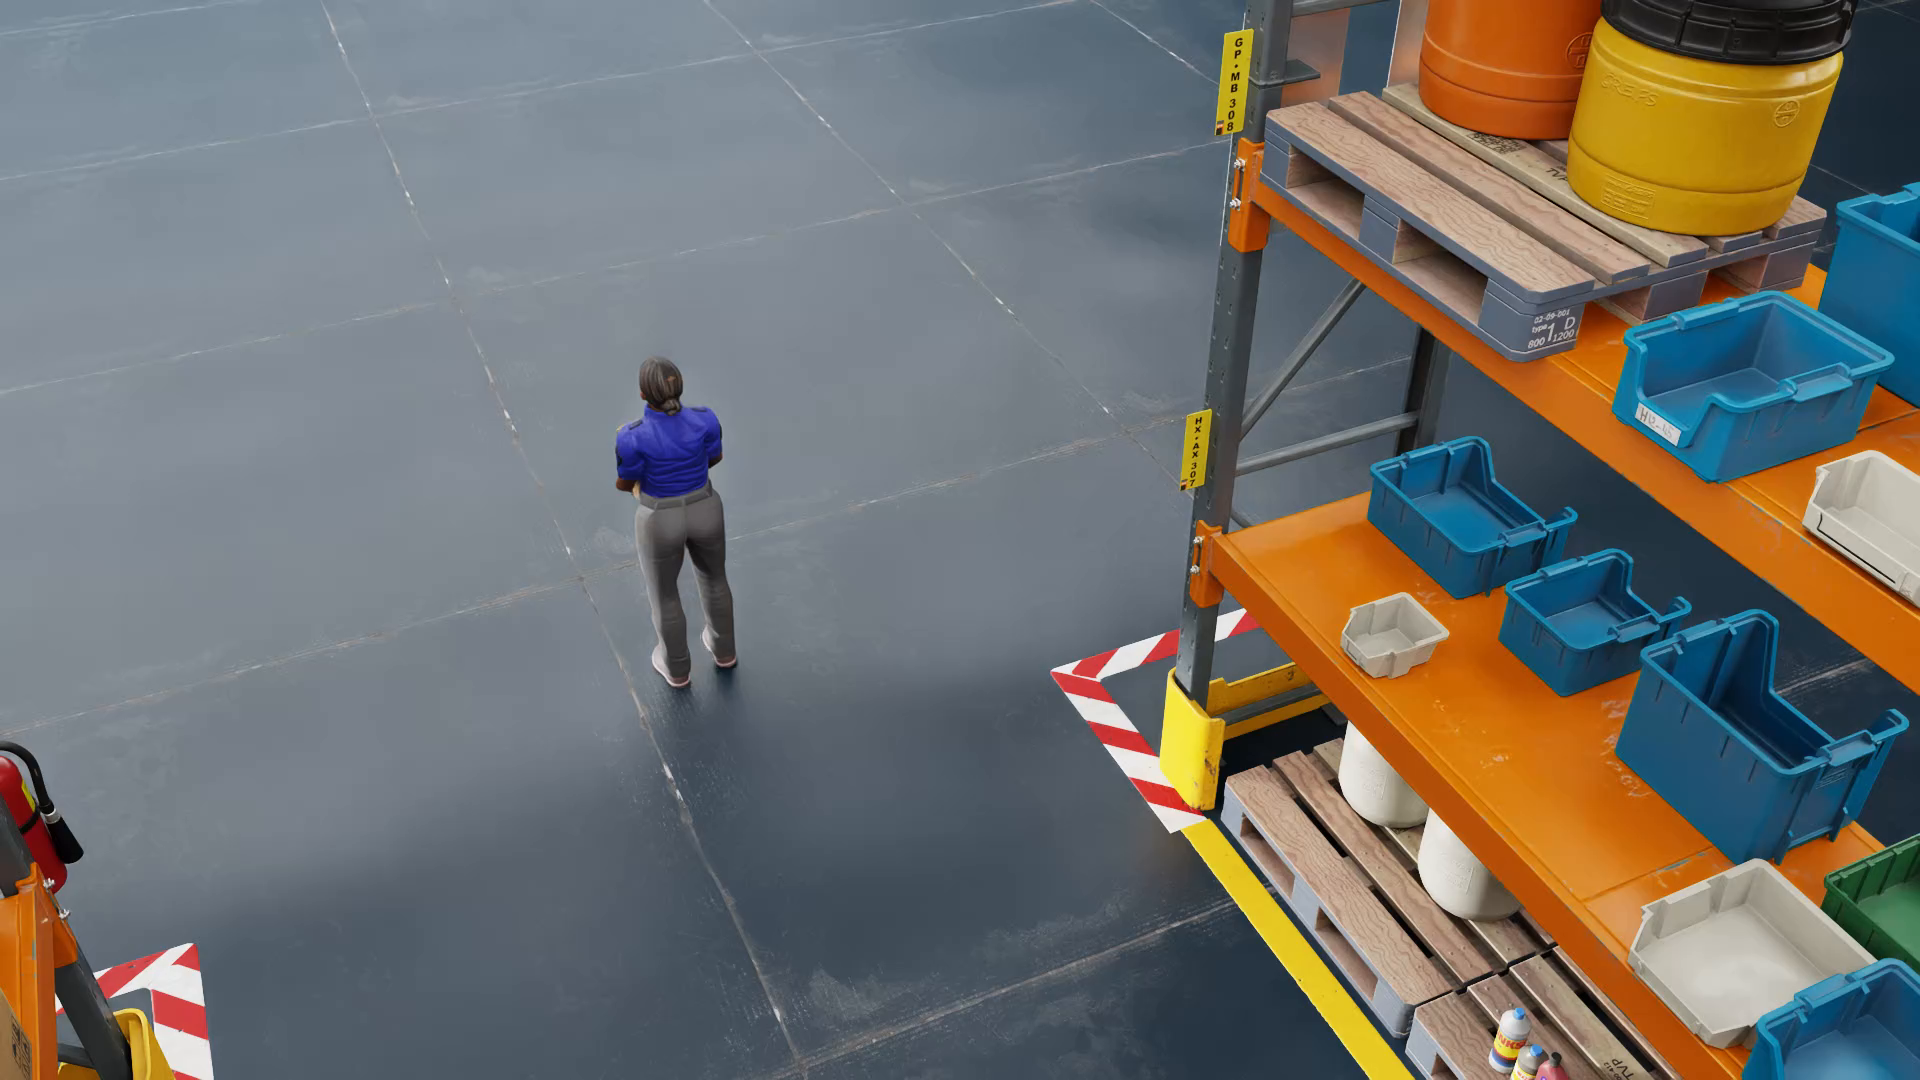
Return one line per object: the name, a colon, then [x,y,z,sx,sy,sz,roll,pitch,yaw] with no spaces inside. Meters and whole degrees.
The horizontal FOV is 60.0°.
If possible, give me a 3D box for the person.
person: [-1.213,-0.111,7.022,0.455,1.632,0.510,-16,40,-20]
